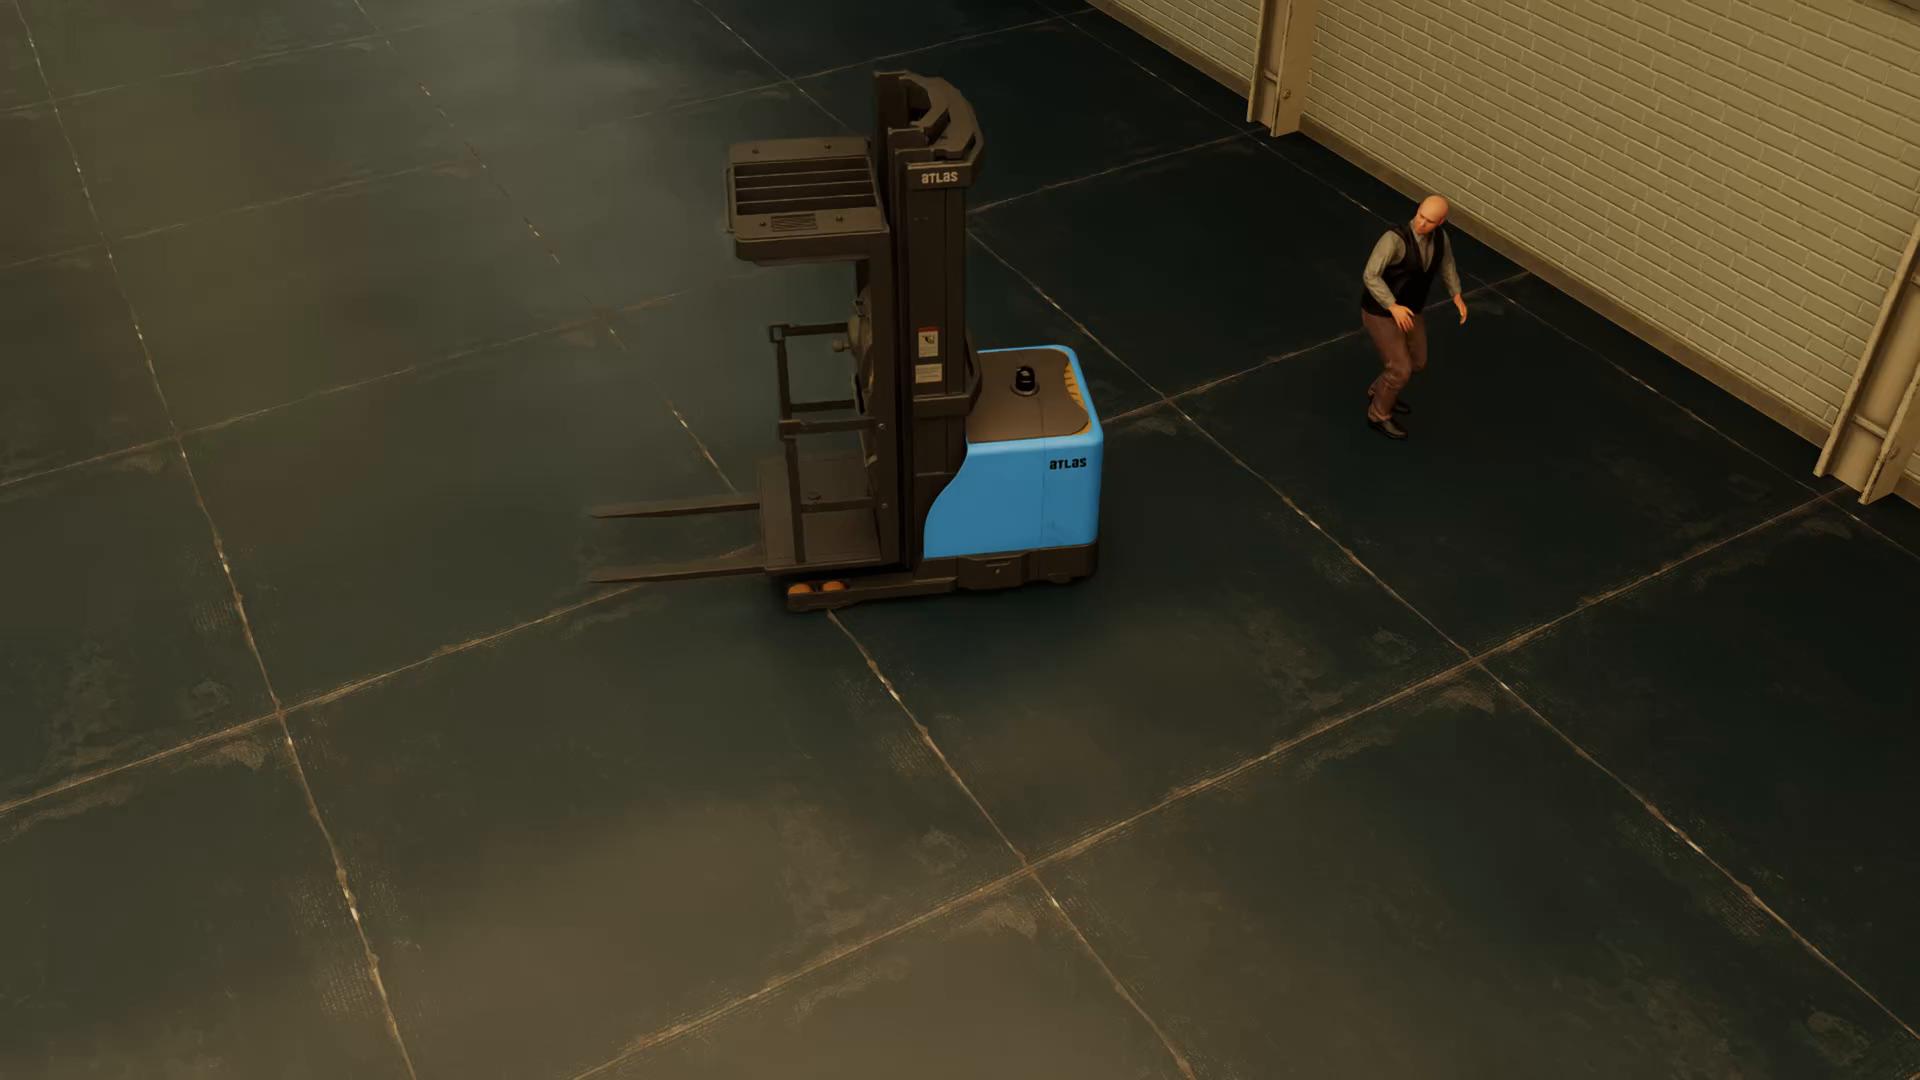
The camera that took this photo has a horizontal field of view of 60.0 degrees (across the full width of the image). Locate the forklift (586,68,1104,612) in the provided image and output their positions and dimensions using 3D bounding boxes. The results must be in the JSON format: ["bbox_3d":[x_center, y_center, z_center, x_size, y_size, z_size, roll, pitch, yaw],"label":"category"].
[{"bbox_3d":[-0.728,-1.064,9.319,3.031,2.935,1.130,-5,40,-6],"label":"forklift"}]

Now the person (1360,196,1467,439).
[{"bbox_3d":[2.923,-1.483,10.831,0.753,1.676,0.524,-27,47,-29],"label":"person"}]
